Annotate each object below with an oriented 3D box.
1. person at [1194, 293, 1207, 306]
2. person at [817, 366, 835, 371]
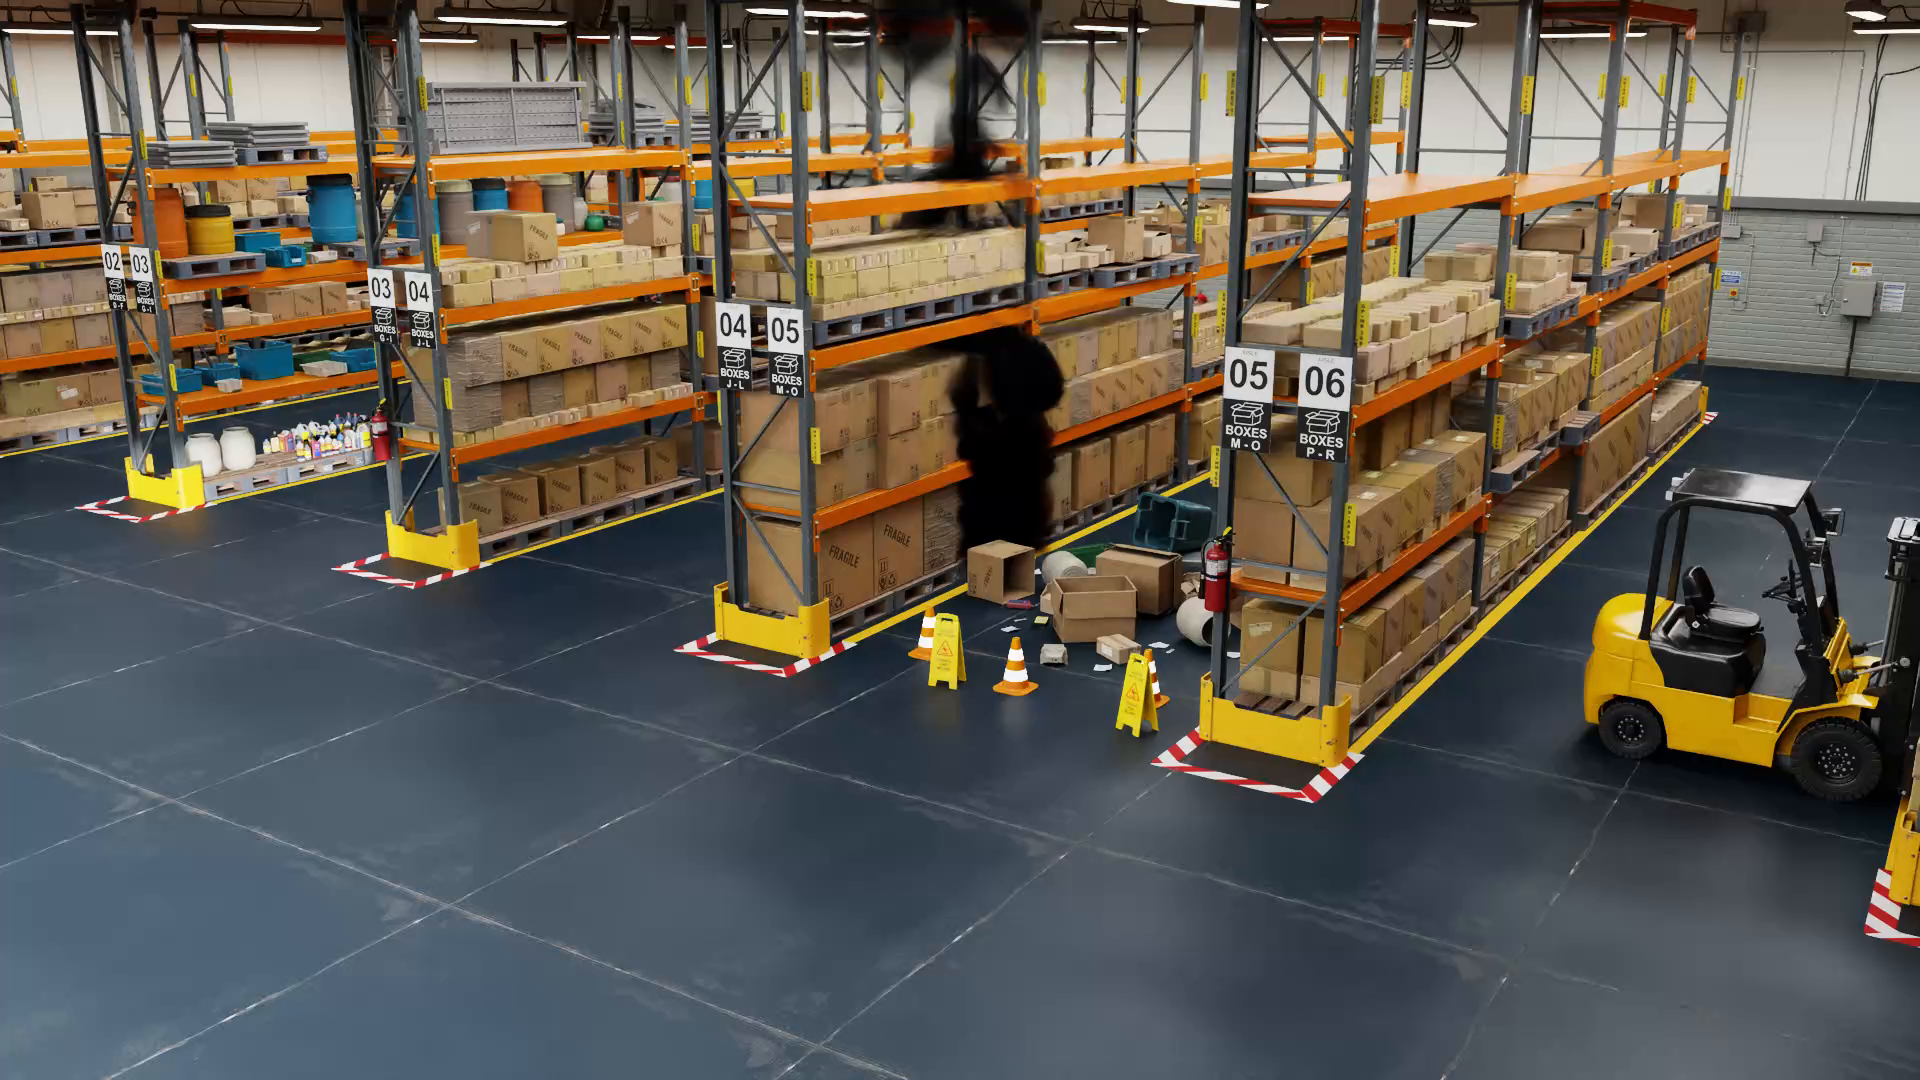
[{"bbox_3d":[3.951,-3.192,27.436,0.654,1.752,0.717,12,19,36],"label":"person"},{"bbox_3d":[-1.541,-1.196,19.207,0.703,1.784,0.796,6,17,20],"label":"person"}]
